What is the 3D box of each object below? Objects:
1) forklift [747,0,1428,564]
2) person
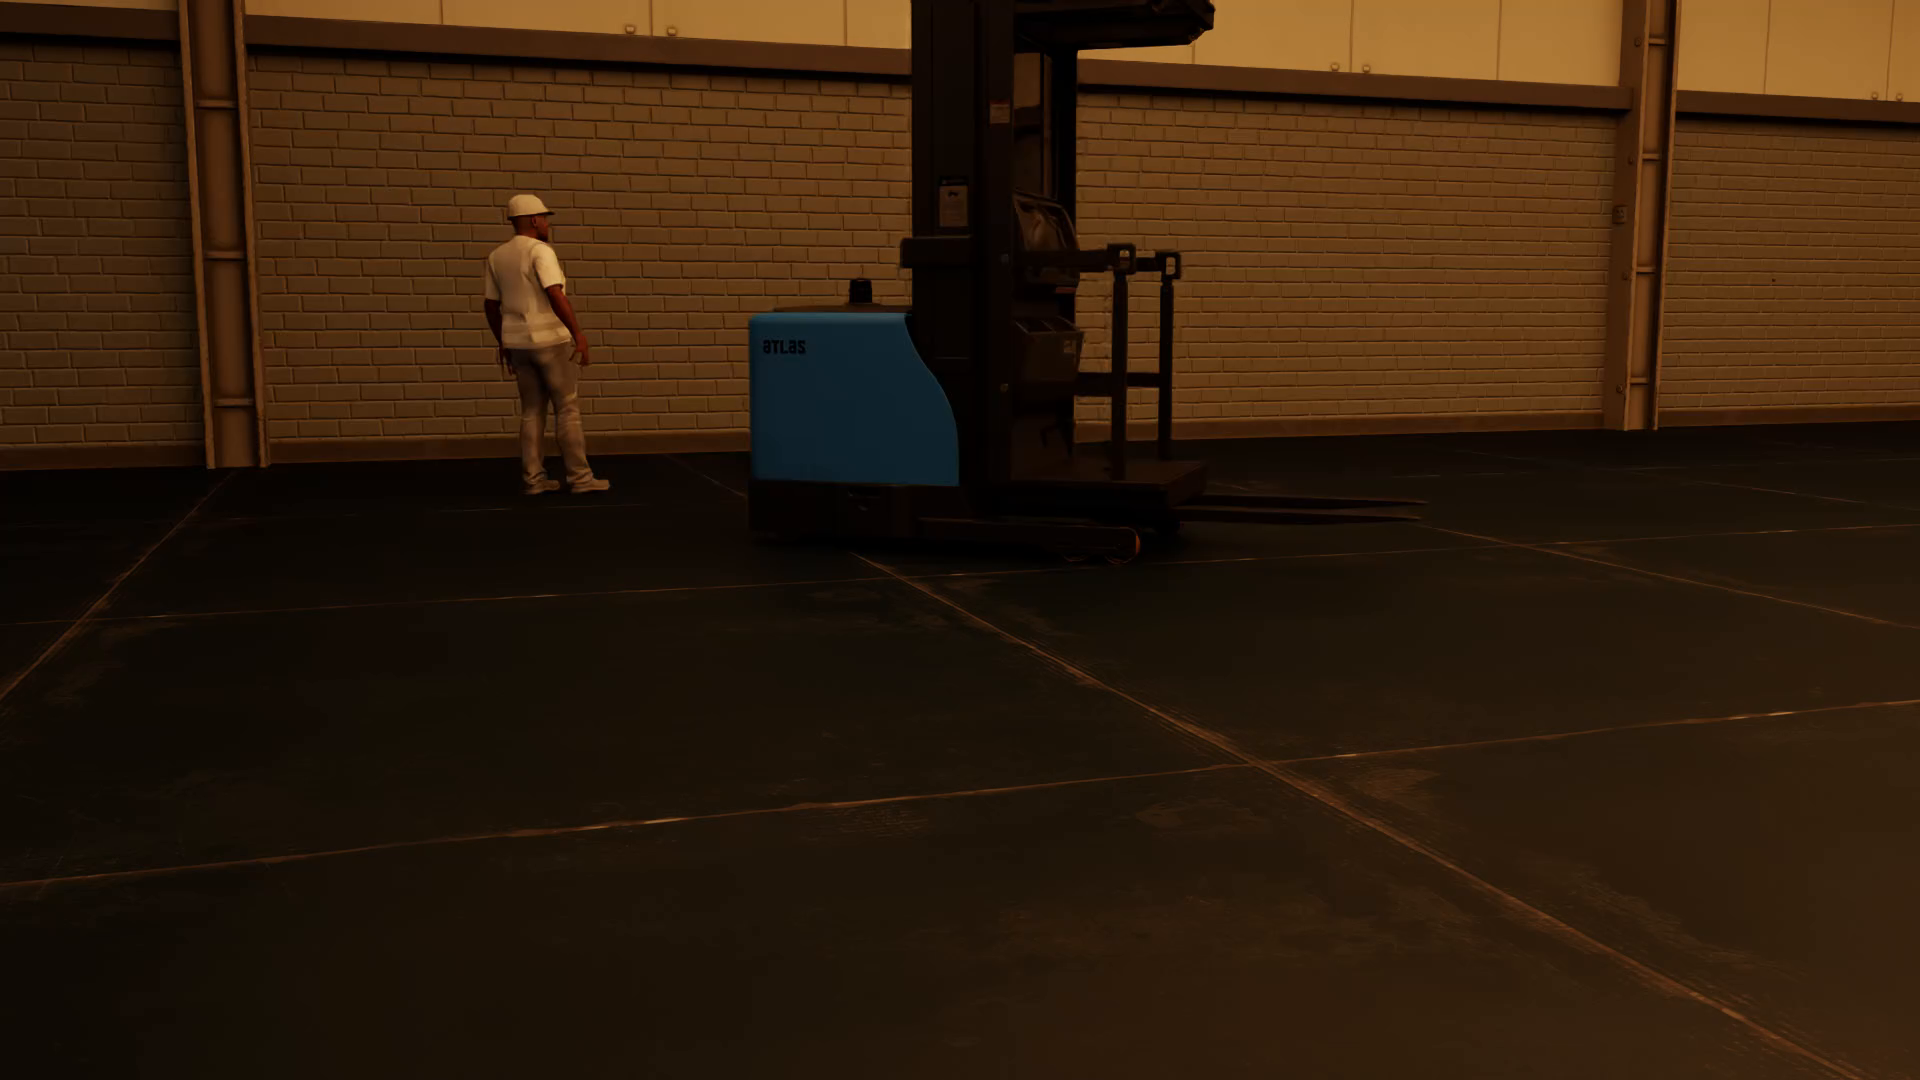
[{"bbox_3d":[0.583,-1.427,7.542,3.031,2.935,1.130,3,8,18],"label":"forklift"},{"bbox_3d":[-2.453,-1.160,9.912,0.733,1.766,0.557,5,9,30],"label":"person"}]
